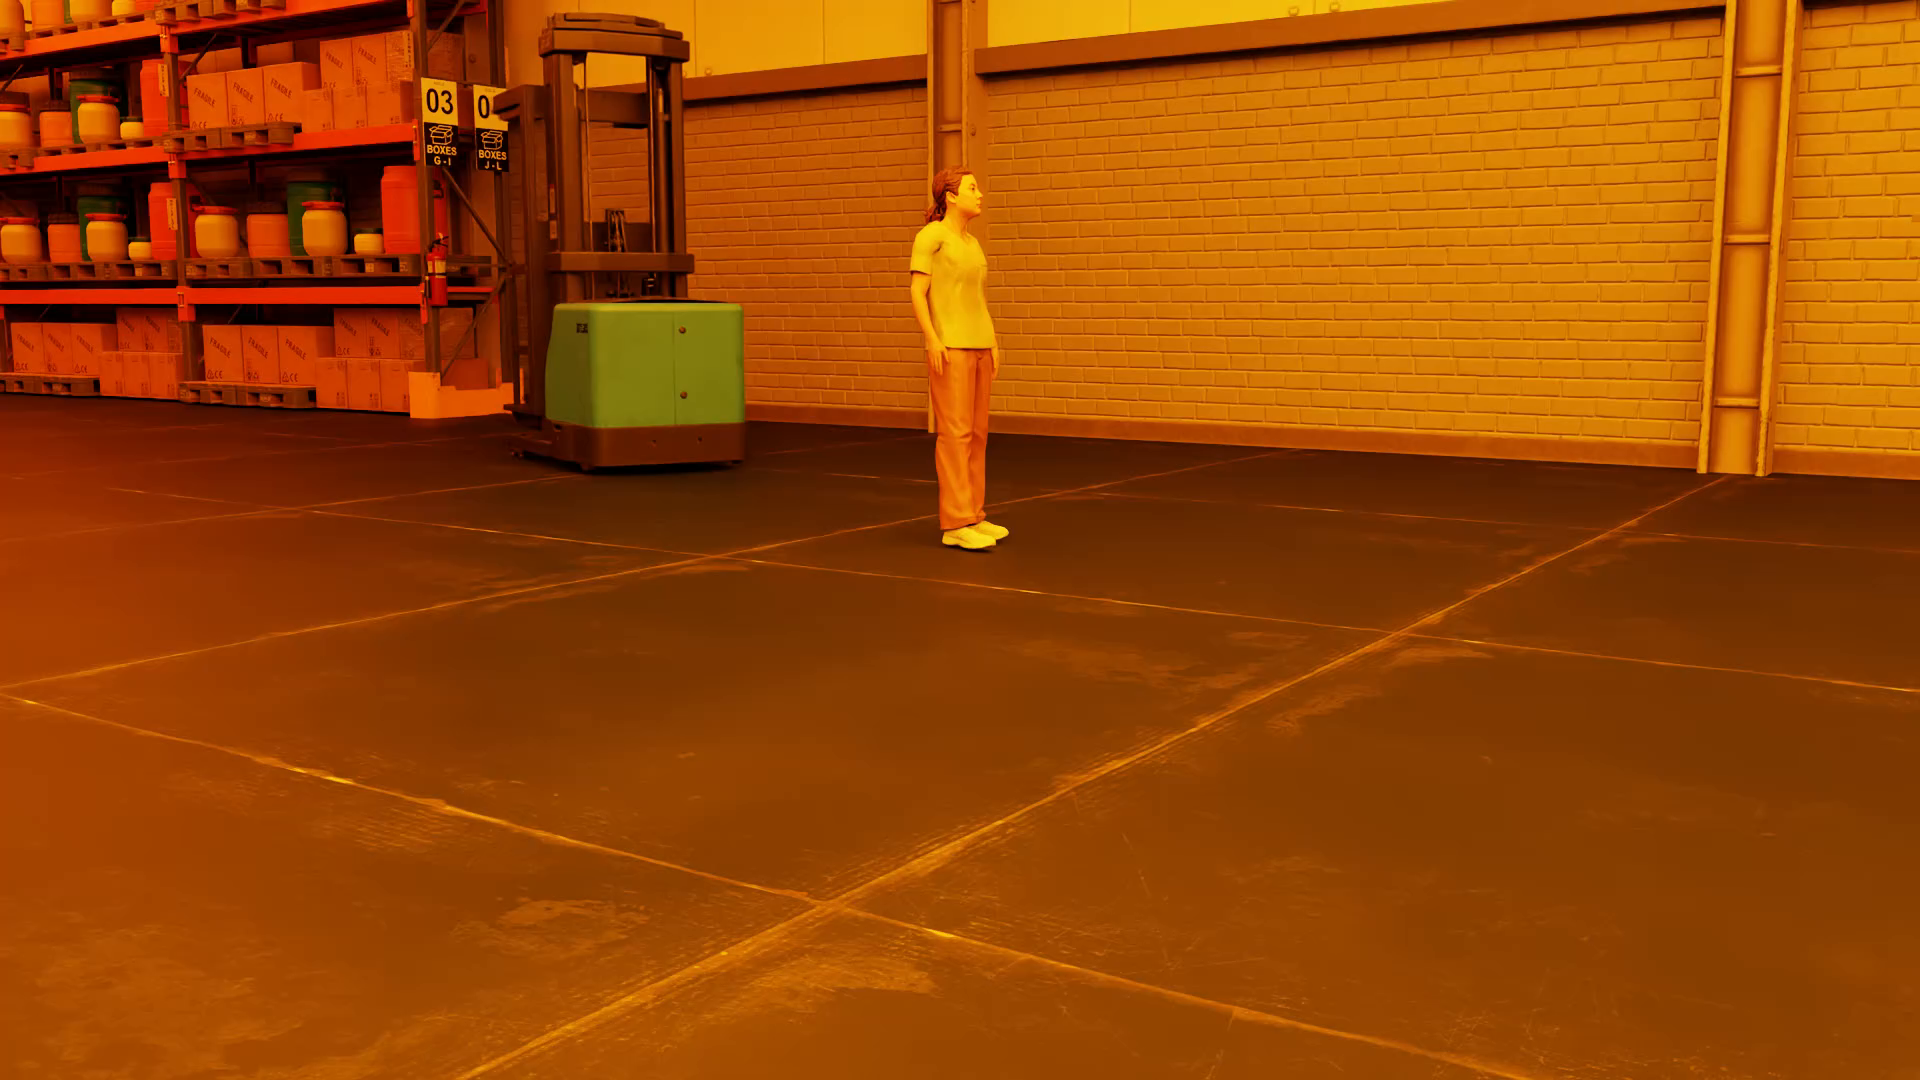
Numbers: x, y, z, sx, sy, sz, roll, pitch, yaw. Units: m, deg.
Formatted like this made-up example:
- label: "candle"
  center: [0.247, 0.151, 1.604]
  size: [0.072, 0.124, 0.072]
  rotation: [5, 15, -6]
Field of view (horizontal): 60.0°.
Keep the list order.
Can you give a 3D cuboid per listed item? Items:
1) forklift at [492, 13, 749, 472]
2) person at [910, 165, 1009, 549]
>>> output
- label: "forklift"
  center: [-2.557, -2.046, 11.582]
  size: [1.130, 2.935, 3.031]
  rotation: [-5, 9, -30]
- label: "person"
  center: [0.055, -0.830, 7.434]
  size: [0.548, 1.673, 0.553]
  rotation: [5, 10, 34]
